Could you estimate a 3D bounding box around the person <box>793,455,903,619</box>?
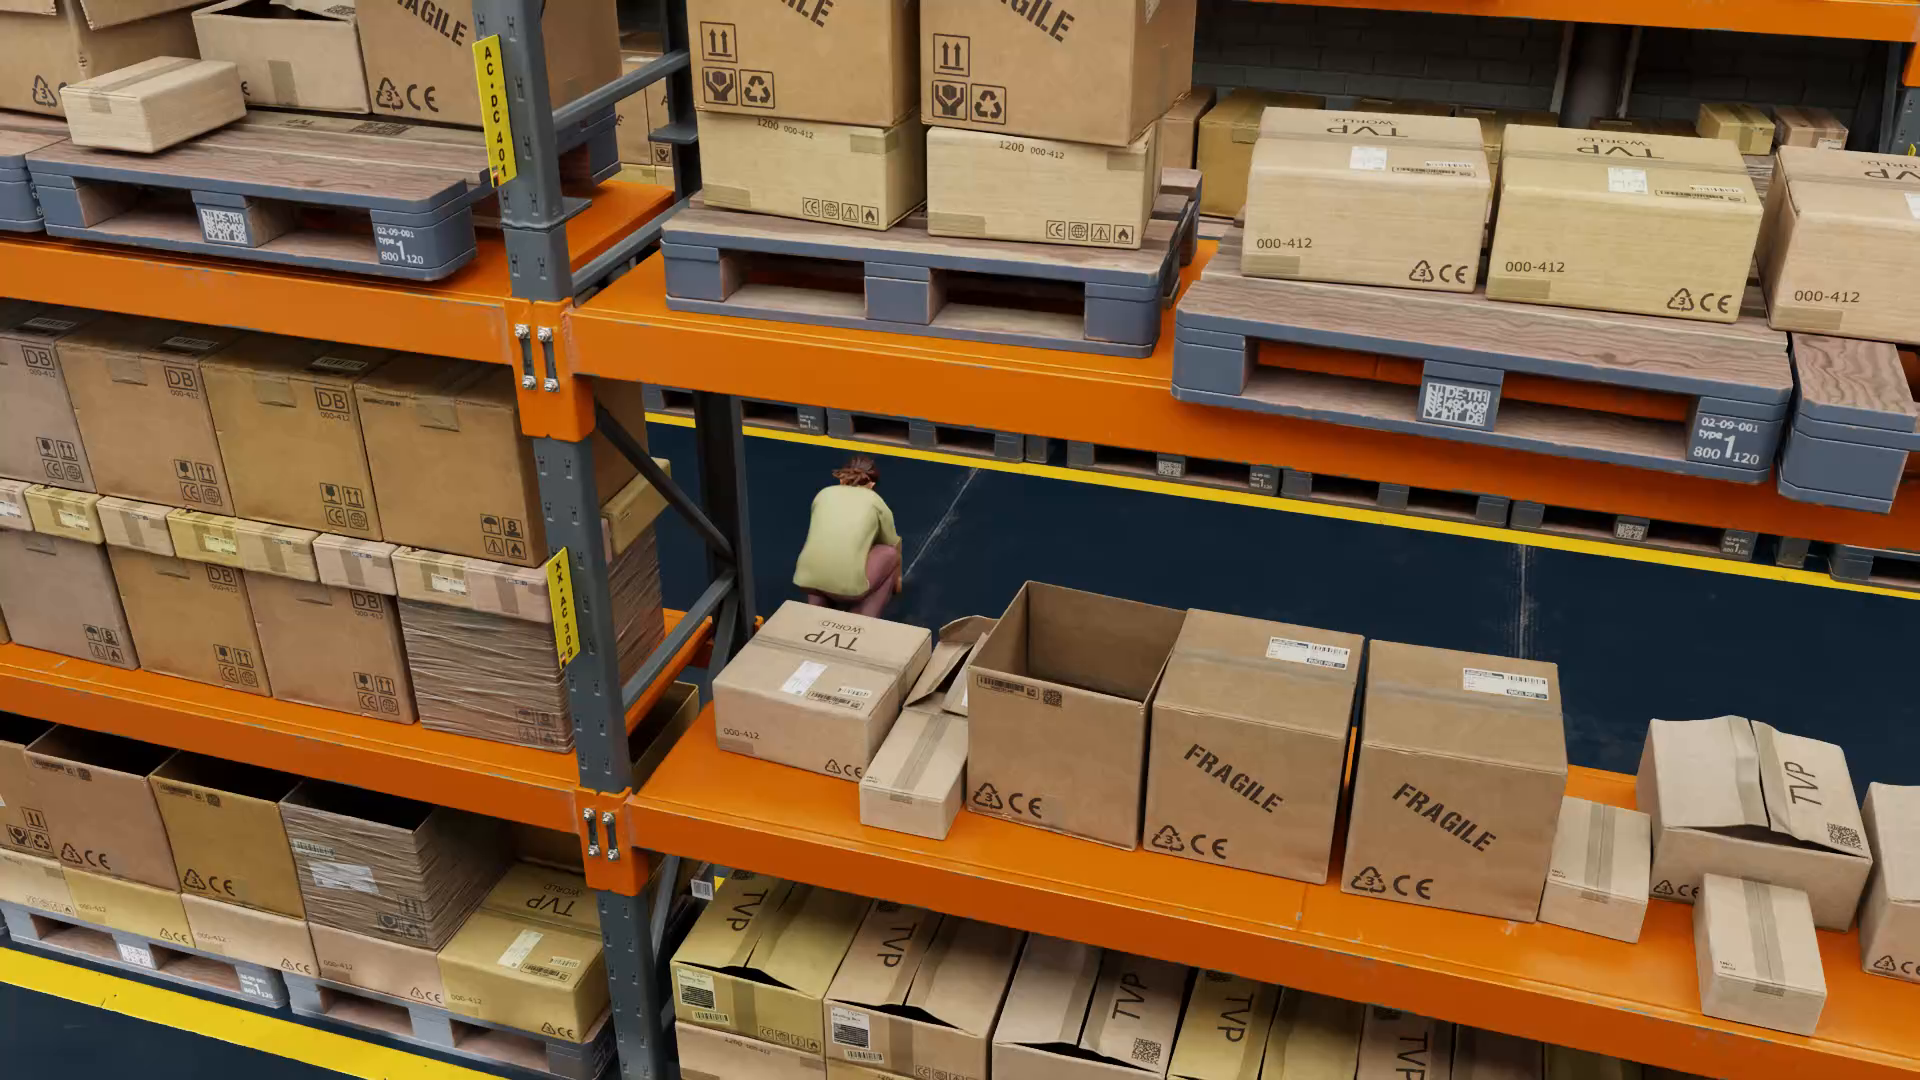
[{"bbox_3d":[-0.529,0.088,7.940,0.463,0.810,0.839,8,30,14],"label":"person"}]
